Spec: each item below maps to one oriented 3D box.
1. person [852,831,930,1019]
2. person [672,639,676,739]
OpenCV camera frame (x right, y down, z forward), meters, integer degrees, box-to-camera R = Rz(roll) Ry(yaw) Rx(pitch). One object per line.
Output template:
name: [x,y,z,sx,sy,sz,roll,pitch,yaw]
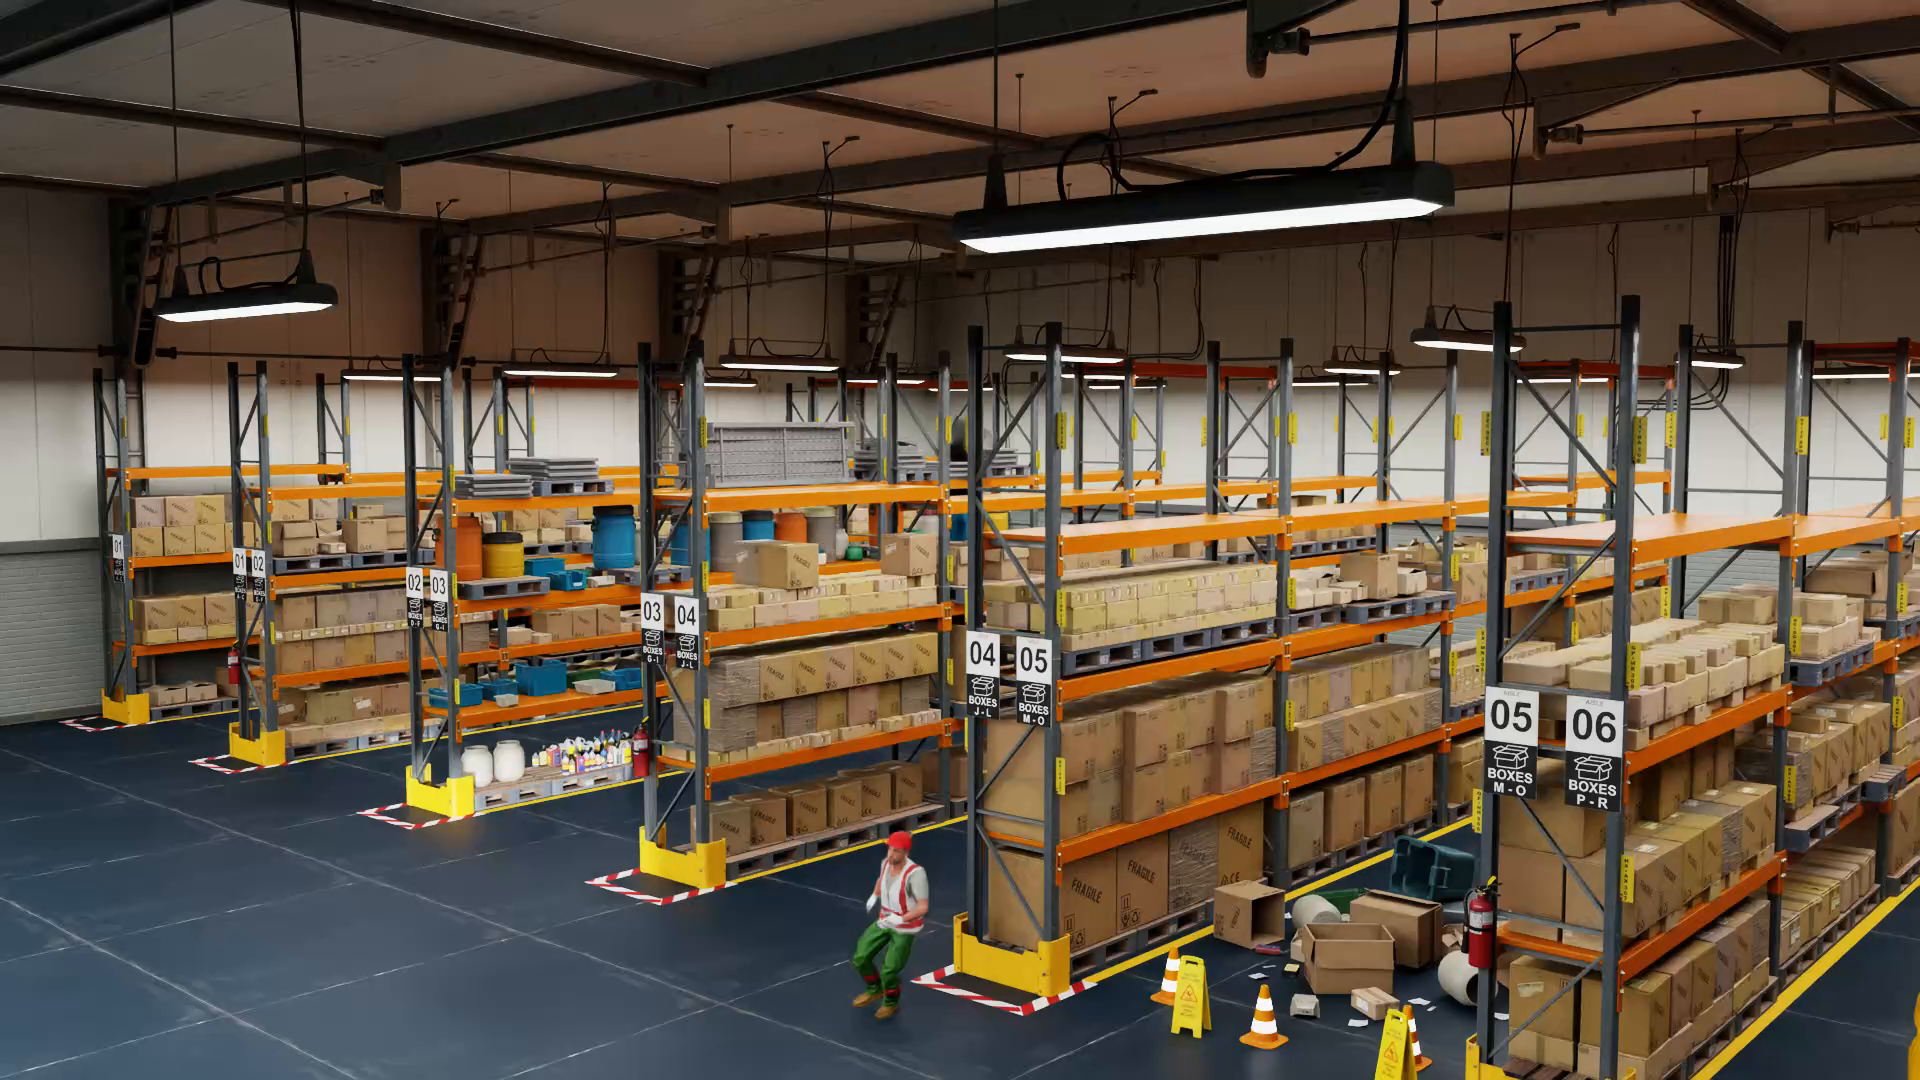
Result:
person: [-0.618,3.299,14.171,0.856,1.702,0.675,3,5,33]
person: [-4.294,2.351,26.486,0.710,1.687,0.773,1,4,8]
